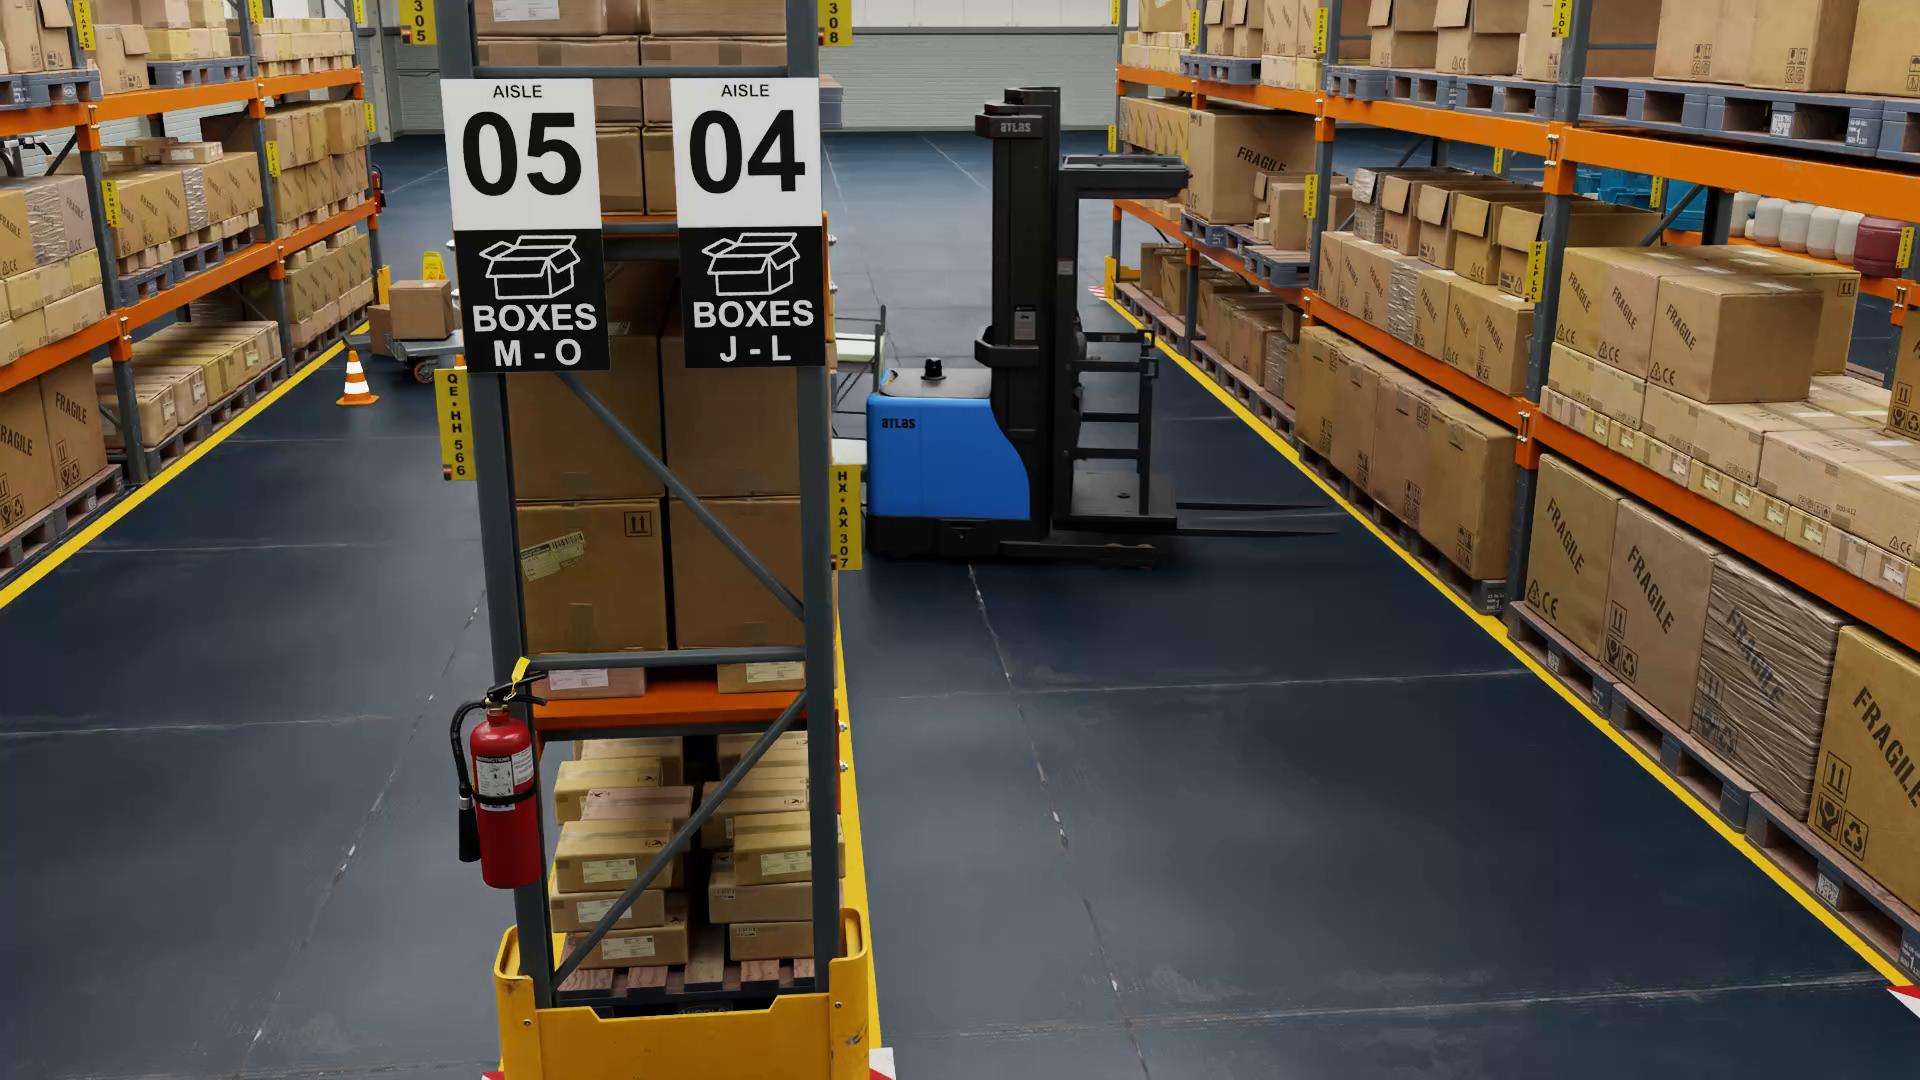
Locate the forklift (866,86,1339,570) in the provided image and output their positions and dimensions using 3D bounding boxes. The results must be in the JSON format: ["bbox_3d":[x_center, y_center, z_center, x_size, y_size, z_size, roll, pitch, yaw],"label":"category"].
[{"bbox_3d":[0.938,-1.374,10.659,3.031,2.935,1.130,2,17,5],"label":"forklift"}]

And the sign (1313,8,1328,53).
[{"bbox_3d":[2.695,-3.804,12.416,0.100,0.325,0.005,-2,18,-6],"label":"sign"}]

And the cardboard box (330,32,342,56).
[{"bbox_3d":[-7.089,-5.427,18.202,0.500,0.250,0.500,-2,18,-6],"label":"cardboard box"}]

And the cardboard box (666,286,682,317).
[{"bbox_3d":[-0.724,-0.595,5.731,0.500,0.500,0.500,-1,17,-4],"label":"cardboard box"}]

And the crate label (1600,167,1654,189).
[{"bbox_3d":[7.795,-4.156,19.348,0.502,0.435,0.616,-2,18,-6],"label":"crate label"}]

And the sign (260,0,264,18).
[{"bbox_3d":[-7.987,-6.051,18.977,0.100,0.325,0.005,-2,18,-6],"label":"sign"}]

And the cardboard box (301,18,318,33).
[{"bbox_3d":[-6.927,-5.364,17.336,0.380,0.149,0.250,-1,17,-4],"label":"cardboard box"}]

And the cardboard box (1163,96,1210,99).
[{"bbox_3d":[2.713,-5.037,19.879,0.500,0.500,0.500,-2,18,-6],"label":"cardboard box"}]

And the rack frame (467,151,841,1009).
[{"bbox_3d":[-0.884,0.364,5.010,1.000,3.000,0.127,-2,18,-6],"label":"rack frame"}]

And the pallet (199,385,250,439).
[{"bbox_3d":[-6.824,-1.102,14.334,1.003,0.211,1.213,-2,18,-6],"label":"pallet"}]

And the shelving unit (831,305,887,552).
[{"bbox_3d":[-0.737,-0.759,11.019,0.431,1.500,0.755,3,17,-1],"label":"shelving unit"}]

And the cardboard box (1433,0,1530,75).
[{"bbox_3d":[3.467,-3.215,10.530,0.797,0.503,0.637,-2,18,-6],"label":"cardboard box"}]

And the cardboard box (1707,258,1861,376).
[{"bbox_3d":[4.009,-1.101,8.178,0.500,0.500,0.500,-2,18,-5],"label":"cardboard box"}]

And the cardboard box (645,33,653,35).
[{"bbox_3d":[-1.238,-1.516,5.406,0.500,0.250,0.500,-2,18,-7],"label":"cardboard box"}]

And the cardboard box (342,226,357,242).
[{"bbox_3d":[-7.000,-3.438,18.674,0.380,0.149,0.250,-1,17,-4],"label":"cardboard box"}]

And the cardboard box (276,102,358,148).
[{"bbox_3d":[-7.133,-4.590,18.457,0.700,0.500,0.500,-2,18,-5],"label":"cardboard box"}]

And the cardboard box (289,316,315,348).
[{"bbox_3d":[-6.827,-2.101,16.750,0.500,0.250,0.500,-3,18,-8],"label":"cardboard box"}]

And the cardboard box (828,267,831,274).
[{"bbox_3d":[-0.938,-1.483,9.618,0.380,0.149,0.250,-2,18,-5],"label":"cardboard box"}]

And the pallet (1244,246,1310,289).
[{"bbox_3d":[3.056,-2.260,13.689,1.213,0.211,1.003,-2,18,-6],"label":"pallet"}]

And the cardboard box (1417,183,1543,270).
[{"bbox_3d":[3.435,-2.057,10.879,0.797,0.503,0.637,-1,17,-4],"label":"cardboard box"}]

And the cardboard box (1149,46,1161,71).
[{"bbox_3d":[2.368,-5.278,18.224,0.500,0.250,0.500,-1,17,-4],"label":"cardboard box"}]

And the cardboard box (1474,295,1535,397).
[{"bbox_3d":[3.328,-1.130,9.600,0.500,0.500,0.500,-2,18,-5],"label":"cardboard box"}]

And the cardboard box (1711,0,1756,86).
[{"bbox_3d":[3.839,-2.286,7.408,0.700,0.500,0.500,-1,17,-3],"label":"cardboard box"}]

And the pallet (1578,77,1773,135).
[{"bbox_3d":[3.722,-2.096,7.985,1.003,0.211,1.213,-2,18,-6],"label":"pallet"}]

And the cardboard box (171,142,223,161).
[{"bbox_3d":[-6.678,-3.392,14.527,0.380,0.149,0.250,-2,18,-7],"label":"cardboard box"}]

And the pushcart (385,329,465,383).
[{"bbox_3d":[-4.772,-1.862,16.480,1.648,0.377,0.936,-8,19,-25],"label":"pushcart"}]

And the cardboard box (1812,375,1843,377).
[{"bbox_3d":[4.010,-0.744,8.292,0.500,0.250,0.500,-1,17,-4],"label":"cardboard box"}]

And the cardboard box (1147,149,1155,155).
[{"bbox_3d":[2.619,-4.255,19.061,0.875,0.500,0.500,-2,18,-6],"label":"cardboard box"}]

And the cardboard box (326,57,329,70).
[{"bbox_3d":[-7.120,-5.203,18.153,0.380,0.149,0.250,-2,18,-5],"label":"cardboard box"}]

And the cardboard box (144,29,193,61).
[{"bbox_3d":[-6.732,-4.116,13.821,0.500,0.250,0.500,-2,17,-5],"label":"cardboard box"}]

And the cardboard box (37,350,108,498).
[{"bbox_3d":[-6.633,-0.815,11.611,0.875,0.875,0.875,-2,18,-6],"label":"cardboard box"}]

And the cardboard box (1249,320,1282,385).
[{"bbox_3d":[3.011,-1.693,14.999,0.700,0.500,0.500,0,17,-1],"label":"cardboard box"}]

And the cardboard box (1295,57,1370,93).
[{"bbox_3d":[2.942,-3.636,12.994,0.500,0.250,0.500,-2,18,-6],"label":"cardboard box"}]

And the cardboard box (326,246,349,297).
[{"bbox_3d":[-7.003,-2.930,18.138,0.500,0.500,0.500,-2,18,-7],"label":"cardboard box"}]

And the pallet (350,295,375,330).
[{"bbox_3d":[-7.391,-2.624,19.182,1.003,0.211,1.213,-2,18,-6],"label":"pallet"}]

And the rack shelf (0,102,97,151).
[{"bbox_3d":[-6.416,-2.329,9.779,1.077,0.370,4.000,-2,18,-6],"label":"rack shelf"}]

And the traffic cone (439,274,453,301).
[{"bbox_3d":[-6.120,-2.921,19.710,0.336,0.463,0.334,-2,18,-6],"label":"traffic cone"}]

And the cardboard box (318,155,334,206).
[{"bbox_3d":[-6.988,-3.806,17.630,0.500,0.500,0.500,-2,17,-5],"label":"cardboard box"}]

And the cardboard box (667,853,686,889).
[{"bbox_3d":[-1.195,1.154,6.056,0.380,0.149,0.250,-2,18,-7],"label":"cardboard box"}]

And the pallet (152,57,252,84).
[{"bbox_3d":[-7.077,-4.183,14.797,1.213,0.211,1.003,-2,18,-6],"label":"pallet"}]

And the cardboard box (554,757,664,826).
[{"bbox_3d":[-1.312,0.940,6.240,0.380,0.149,0.250,-2,18,-7],"label":"cardboard box"}]

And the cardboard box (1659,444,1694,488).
[{"bbox_3d":[3.482,-0.347,7.692,0.380,0.149,0.250,-2,17,-5],"label":"cardboard box"}]

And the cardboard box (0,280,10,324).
[{"bbox_3d":[-6.136,-1.408,10.069,0.500,0.250,0.500,-2,18,-7],"label":"cardboard box"}]

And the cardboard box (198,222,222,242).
[{"bbox_3d":[-6.616,-2.660,14.359,0.380,0.149,0.250,-2,18,-6],"label":"cardboard box"}]

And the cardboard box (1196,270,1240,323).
[{"bbox_3d":[2.754,-2.633,18.028,0.500,0.500,0.500,4,18,12],"label":"cardboard box"}]

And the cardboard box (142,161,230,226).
[{"bbox_3d":[-6.659,-2.986,14.316,0.500,0.500,0.500,-1,17,-4],"label":"cardboard box"}]

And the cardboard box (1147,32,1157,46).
[{"bbox_3d":[2.309,-5.598,18.578,0.380,0.149,0.250,-3,18,-8],"label":"cardboard box"}]

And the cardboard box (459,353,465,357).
[{"bbox_3d":[-4.984,-2.033,17.209,0.396,0.266,0.258,16,24,42],"label":"cardboard box"}]

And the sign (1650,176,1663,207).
[{"bbox_3d":[7.201,-3.606,17.192,0.100,0.325,0.005,-2,18,-6],"label":"sign"}]

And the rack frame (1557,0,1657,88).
[{"bbox_3d":[3.648,-3.813,8.300,1.000,3.000,0.127,-2,18,-6],"label":"rack frame"}]

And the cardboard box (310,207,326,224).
[{"bbox_3d":[-6.871,-3.394,17.398,0.380,0.149,0.250,-2,18,-5],"label":"cardboard box"}]

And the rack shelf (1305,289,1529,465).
[{"bbox_3d":[3.441,-1.204,11.204,1.077,0.370,4.000,-2,18,-6],"label":"rack shelf"}]

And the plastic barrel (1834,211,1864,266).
[{"bbox_3d":[7.843,-2.649,14.420,0.421,0.512,0.421,0,17,0],"label":"plastic barrel"}]
